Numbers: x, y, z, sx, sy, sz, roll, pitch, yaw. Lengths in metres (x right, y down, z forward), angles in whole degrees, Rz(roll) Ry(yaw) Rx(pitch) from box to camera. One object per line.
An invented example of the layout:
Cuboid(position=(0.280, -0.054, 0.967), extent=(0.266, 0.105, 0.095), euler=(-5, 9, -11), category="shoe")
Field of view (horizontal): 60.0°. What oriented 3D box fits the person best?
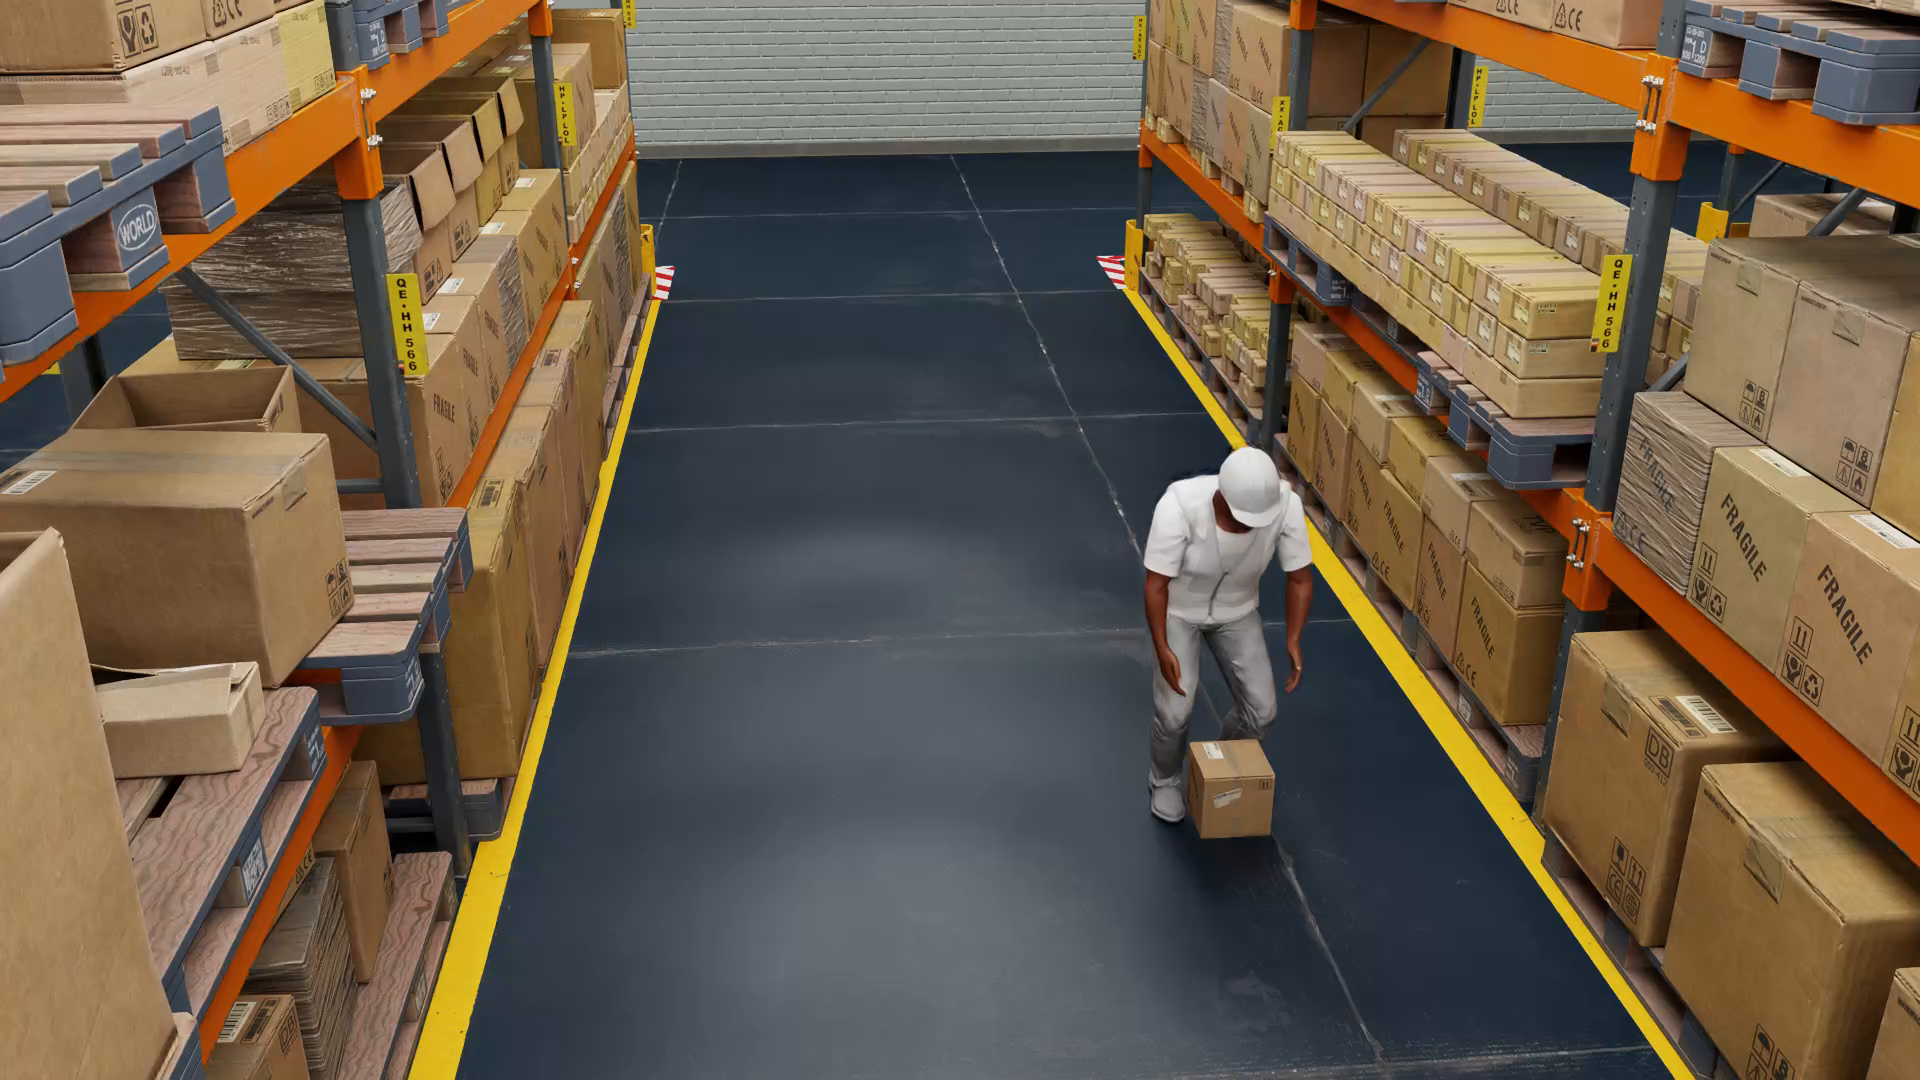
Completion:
Cuboid(position=(0.966, 0.315, 6.129), extent=(0.625, 1.543, 0.666), euler=(-2, 24, -5), category="person")
